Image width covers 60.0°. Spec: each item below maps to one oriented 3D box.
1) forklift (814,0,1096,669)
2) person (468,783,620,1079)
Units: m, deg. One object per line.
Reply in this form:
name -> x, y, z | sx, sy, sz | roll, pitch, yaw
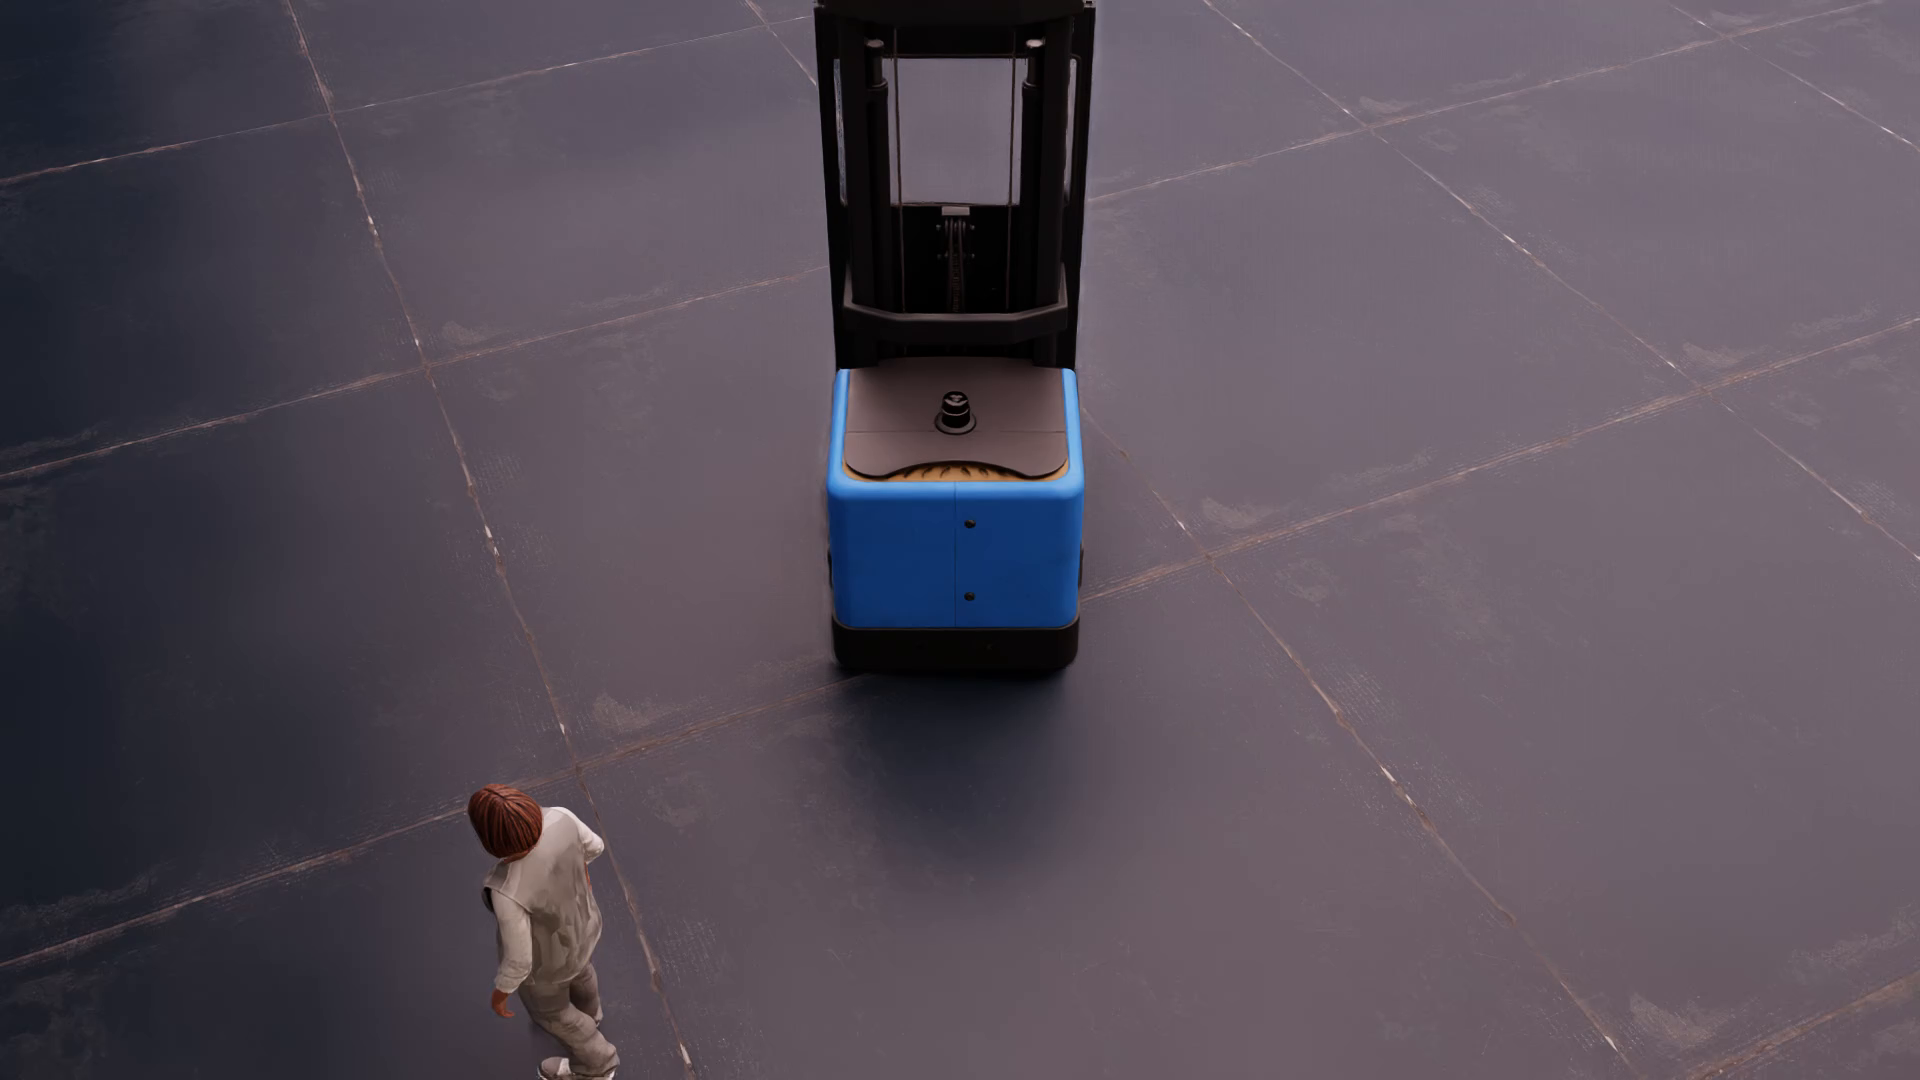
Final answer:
forklift -> -0.021, -1.501, 7.289 | 1.130, 2.935, 3.031 | 0, 43, 0
person -> -1.376, 1.259, 5.309 | 0.457, 1.602, 0.560 | 11, 44, 12
